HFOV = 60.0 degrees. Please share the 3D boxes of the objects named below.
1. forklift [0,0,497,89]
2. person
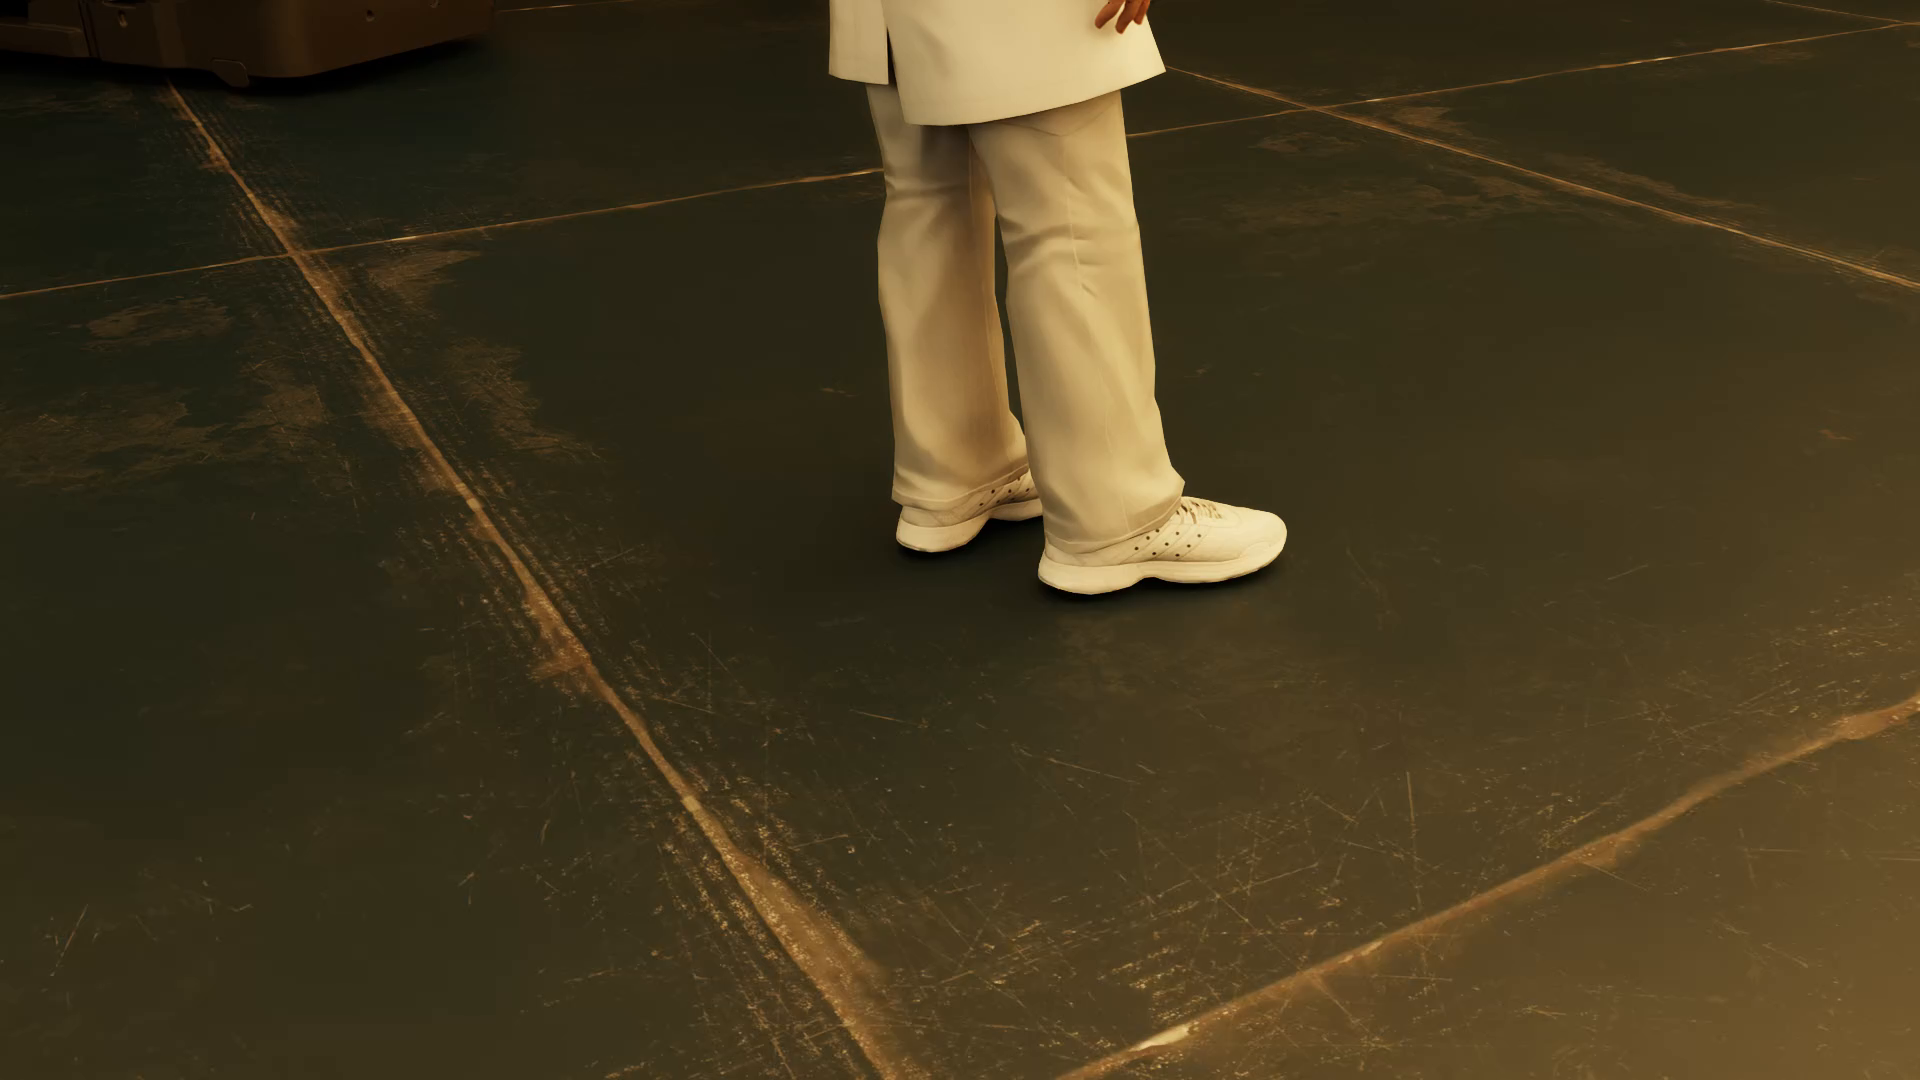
[{"bbox_3d":[-3.216,-3.168,5.504,3.031,2.935,1.130,12,29,22],"label":"forklift"},{"bbox_3d":[0.083,-0.818,2.132,0.576,1.776,0.696,-15,30,-26],"label":"person"}]
